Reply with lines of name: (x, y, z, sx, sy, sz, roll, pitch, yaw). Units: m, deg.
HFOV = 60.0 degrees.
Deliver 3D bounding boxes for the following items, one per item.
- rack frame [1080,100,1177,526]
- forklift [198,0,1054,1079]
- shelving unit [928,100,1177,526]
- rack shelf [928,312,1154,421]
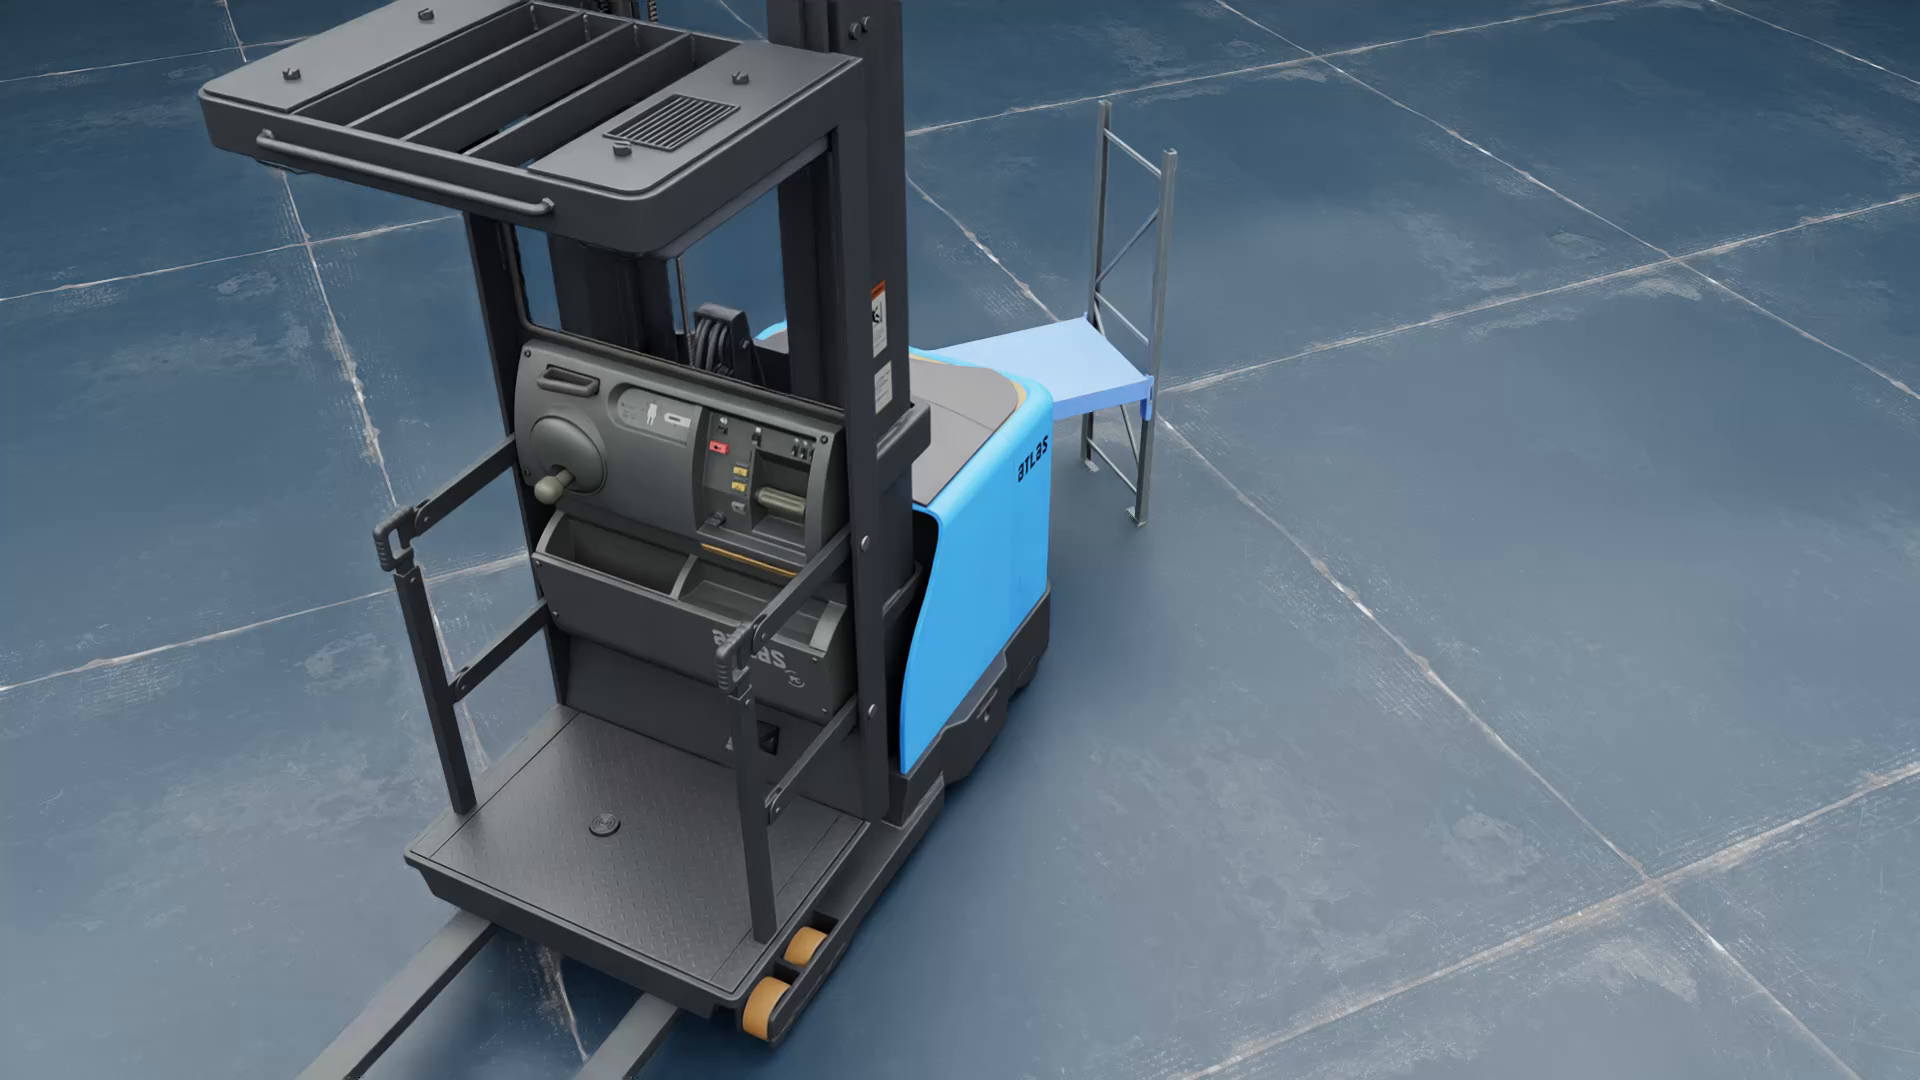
rack frame: (0.597, -0.796, 6.065, 0.032, 1.500, 0.500, -15, 39, -19)
forklift: (-0.819, -0.147, 3.987, 1.130, 2.935, 3.031, 17, 40, 22)
shelving unit: (0.132, -0.674, 5.900, 1.048, 1.500, 0.538, -15, 39, -19)
rack shelf: (0.132, -0.529, 6.007, 1.000, 0.185, 0.538, -15, 39, -19)
